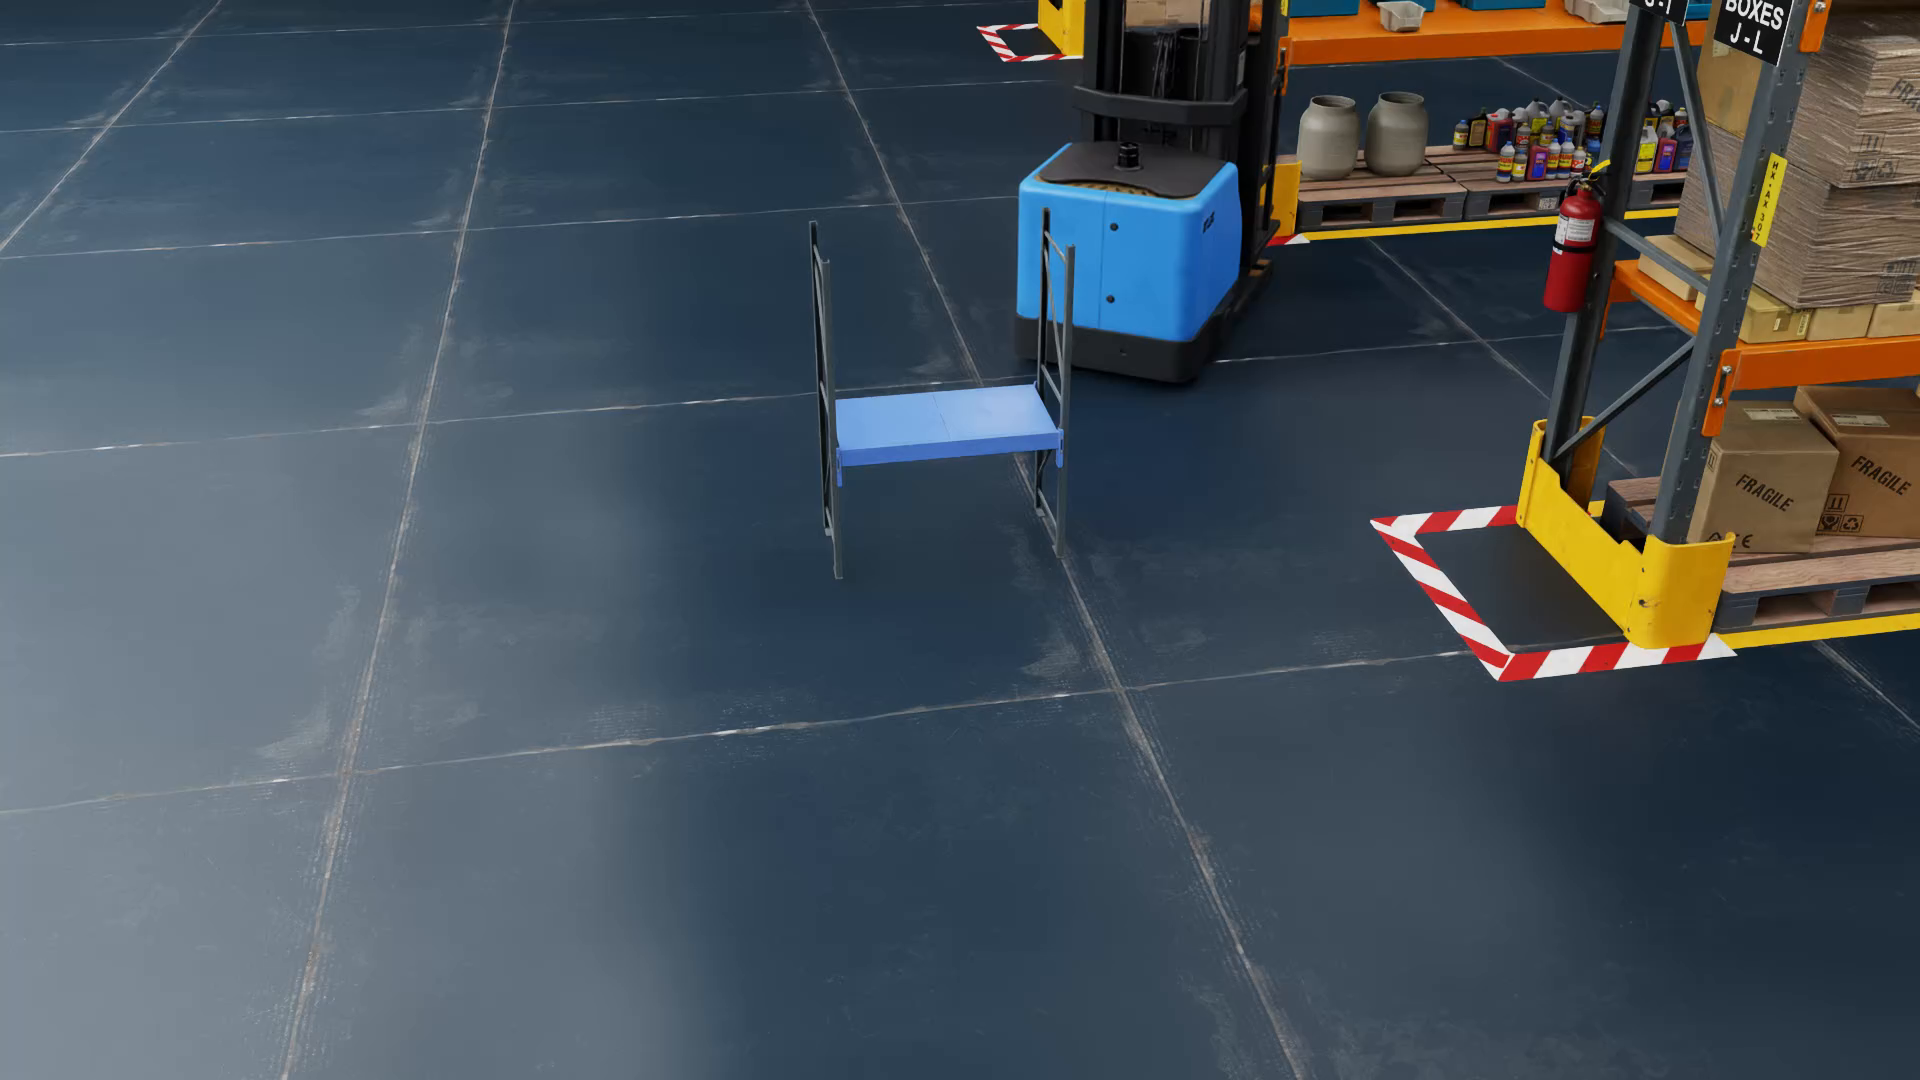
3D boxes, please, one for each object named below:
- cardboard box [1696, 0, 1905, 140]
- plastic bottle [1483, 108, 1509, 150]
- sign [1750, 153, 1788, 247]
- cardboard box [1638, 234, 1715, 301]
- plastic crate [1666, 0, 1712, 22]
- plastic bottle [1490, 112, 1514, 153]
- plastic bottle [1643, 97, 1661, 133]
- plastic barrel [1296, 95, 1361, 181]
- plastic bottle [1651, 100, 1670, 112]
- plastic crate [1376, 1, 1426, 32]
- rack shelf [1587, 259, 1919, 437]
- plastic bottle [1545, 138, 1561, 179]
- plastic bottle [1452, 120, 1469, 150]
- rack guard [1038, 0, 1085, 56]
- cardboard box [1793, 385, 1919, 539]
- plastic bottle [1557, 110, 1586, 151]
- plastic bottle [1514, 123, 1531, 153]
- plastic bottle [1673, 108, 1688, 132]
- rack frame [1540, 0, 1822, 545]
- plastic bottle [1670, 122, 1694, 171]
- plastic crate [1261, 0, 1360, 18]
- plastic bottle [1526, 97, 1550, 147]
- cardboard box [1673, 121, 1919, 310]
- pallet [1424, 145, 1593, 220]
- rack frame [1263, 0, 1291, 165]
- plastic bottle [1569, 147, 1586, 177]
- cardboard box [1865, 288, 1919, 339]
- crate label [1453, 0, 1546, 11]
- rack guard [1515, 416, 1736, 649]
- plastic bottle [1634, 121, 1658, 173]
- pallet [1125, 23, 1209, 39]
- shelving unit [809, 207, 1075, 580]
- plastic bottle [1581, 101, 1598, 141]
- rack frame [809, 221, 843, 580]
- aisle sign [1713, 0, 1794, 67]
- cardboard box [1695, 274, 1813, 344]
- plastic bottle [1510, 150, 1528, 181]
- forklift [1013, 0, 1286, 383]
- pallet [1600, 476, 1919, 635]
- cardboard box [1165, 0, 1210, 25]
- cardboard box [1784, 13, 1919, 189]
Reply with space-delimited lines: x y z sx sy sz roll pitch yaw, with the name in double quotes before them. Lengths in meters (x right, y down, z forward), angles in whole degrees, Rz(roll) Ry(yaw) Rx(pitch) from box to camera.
"cardboard box" 3.329 -1.906 6.653 0.500 0.500 0.500 -5 31 -9
"plastic bottle" 3.920 -3.010 12.163 0.135 0.276 0.152 -5 31 -9
"sign" 2.930 -1.232 6.033 0.005 0.325 0.100 -5 31 -9
"cardboard box" 3.075 -1.150 6.995 0.250 0.149 0.380 -5 31 -9
"plastic crate" 4.835 -3.664 11.168 0.616 0.251 0.499 -5 31 -9
"plastic bottle" 3.940 -2.961 12.071 0.133 0.283 0.061 -5 31 -9
"plastic bottle" 5.032 -3.073 12.197 0.185 0.351 0.144 -5 31 -9
"plastic barrel" 2.574 -2.806 11.603 0.421 0.512 0.421 0 30 0
"plastic bottle" 5.169 -3.126 12.361 0.135 0.276 0.152 -4 31 -7
"plastic crate" 2.878 -3.407 10.845 0.250 0.136 0.298 -5 31 -9
"rack shelf" 4.799 -1.002 7.205 4.000 0.370 1.077 -5 31 -9
"plastic bottle" 4.117 -2.654 11.562 0.097 0.271 0.097 0 30 0
"plastic bottle" 3.668 -2.969 12.166 0.097 0.201 0.097 0 30 0
"rack guard" 1.028 -4.989 15.742 0.348 0.500 1.175 -5 31 -9
"cardboard box" 4.031 -0.354 7.444 0.500 0.500 0.500 2 31 4
"plastic bottle" 4.453 -2.986 12.121 0.135 0.276 0.152 -5 31 -9
"plastic bottle" 4.098 -2.930 12.101 0.097 0.201 0.097 0 30 0
"plastic bottle" 5.382 -3.128 12.437 0.097 0.201 0.097 0 30 0
"rack frame" 2.832 -1.130 6.712 0.127 3.000 1.000 -5 31 -9
"plastic bottle" 5.104 -2.792 11.719 0.185 0.351 0.144 -7 31 -11
"plastic crate" 2.378 -3.730 11.281 0.616 0.251 0.499 -5 31 -9
"plastic bottle" 4.219 -3.072 12.195 0.185 0.351 0.144 -4 31 -7
"cardboard box" 3.378 -1.338 6.673 0.500 0.500 0.875 -5 31 -9
"pallet" 4.004 -2.609 11.978 1.213 0.211 1.003 -5 31 -9
"rack frame" 1.940 -3.599 10.912 0.127 3.000 1.000 -5 31 -9
"plastic bottle" 4.313 -2.642 11.611 0.097 0.201 0.097 0 30 0
"cardboard box" 3.653 -0.957 6.666 0.250 0.149 0.380 -5 31 -9
"crate label" 3.702 -3.917 11.418 0.616 0.435 0.502 -5 31 -9
"rack guard" 2.907 -0.059 7.357 0.348 0.500 1.175 -5 31 -9
"plastic bottle" 4.787 -2.763 11.668 0.185 0.351 0.144 -5 31 -9
"pallet" 1.796 -4.958 15.973 1.213 0.211 1.003 -5 31 -9
"shelving unit" -0.084 -0.639 7.357 1.048 1.500 0.538 -5 31 -9
"plastic bottle" 4.650 -3.105 12.317 0.133 0.283 0.061 -4 31 -7
"rack frame" -0.584 -0.592 7.278 0.032 1.500 0.500 -5 31 -9
"aisle sign" 2.825 -2.095 5.789 0.004 0.787 0.394 -5 31 -9
"cardboard box" 3.155 -0.929 6.618 0.250 0.149 0.380 -5 31 -9
"plastic bottle" 3.881 -2.602 11.543 0.097 0.201 0.097 0 30 0
"forklift" 1.338 -2.851 9.707 1.130 2.935 3.031 12 33 19
"pallet" 3.712 0.009 7.527 1.213 0.211 1.003 -5 31 -9
"cardboard box" 2.110 -5.050 15.678 0.500 0.250 0.500 -5 31 -9
"cardboard box" 3.422 -1.646 6.212 0.500 0.500 0.500 -5 31 -9
